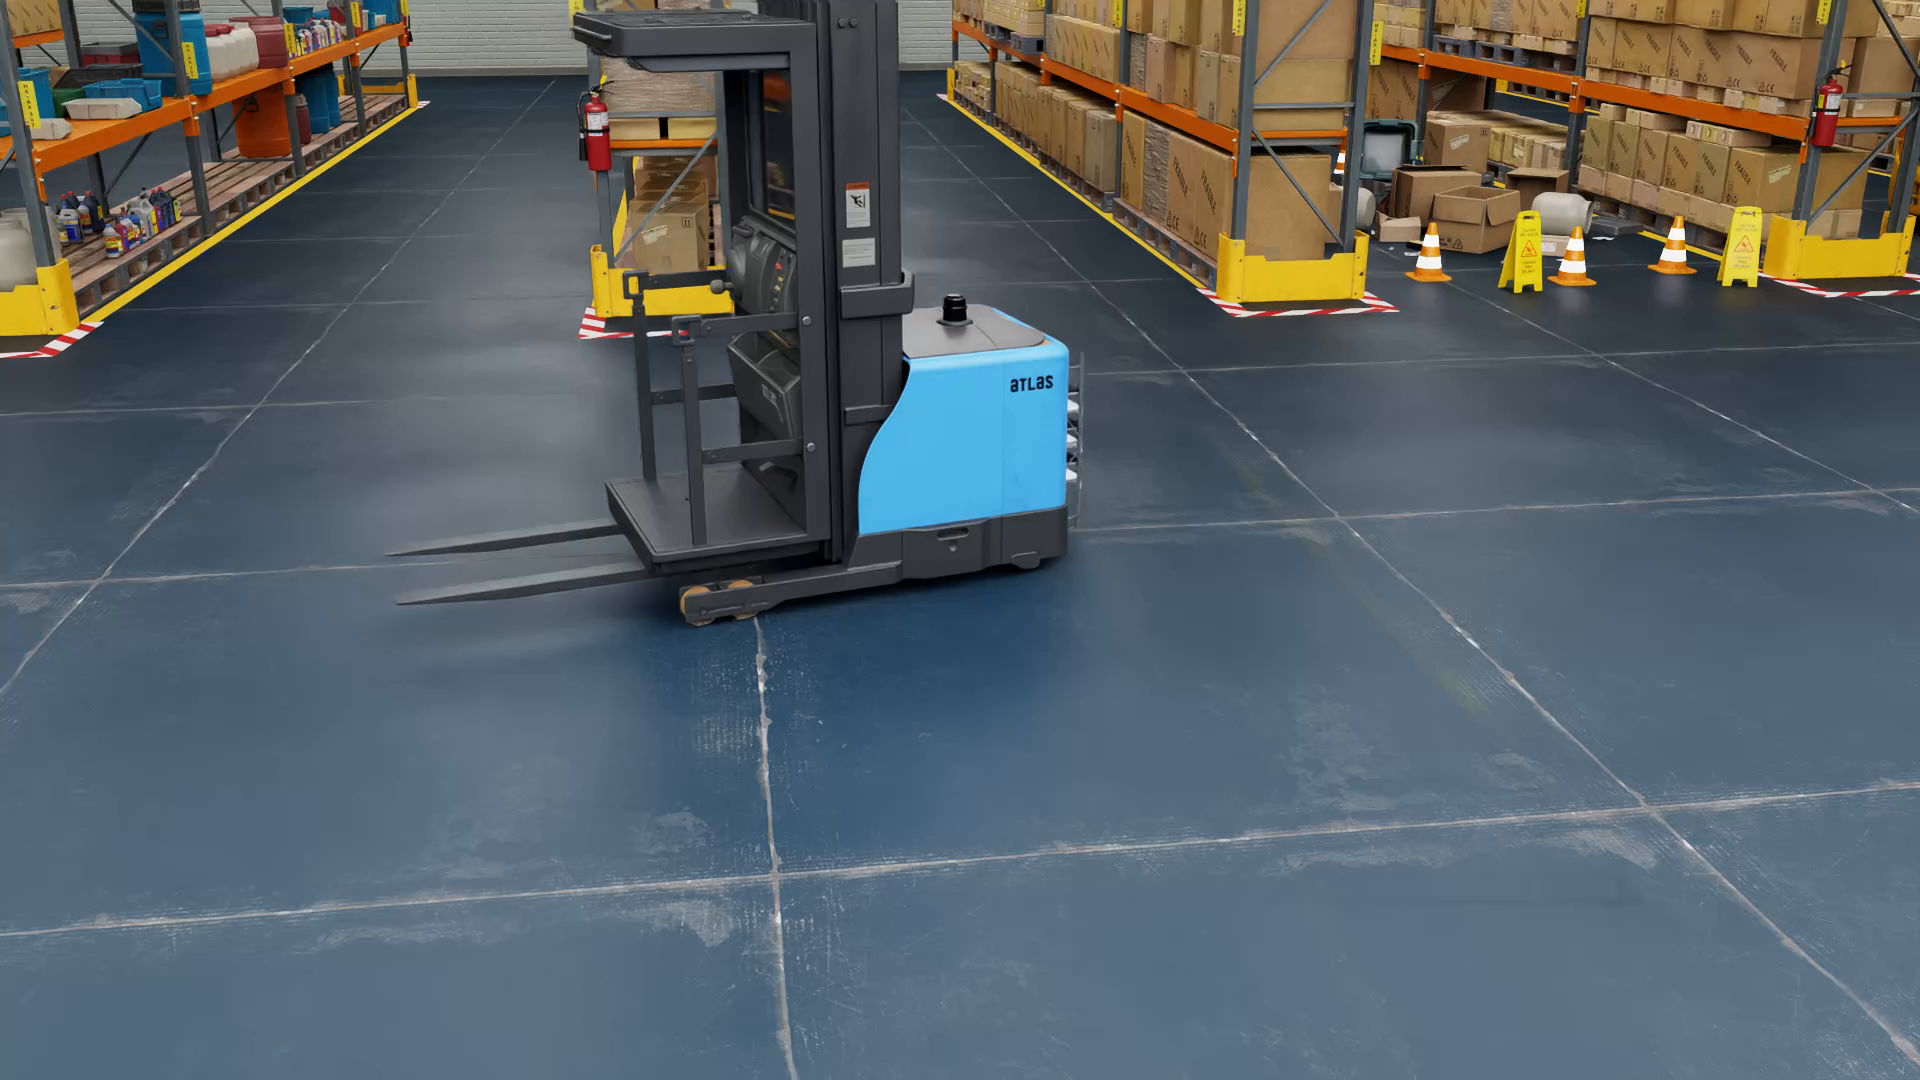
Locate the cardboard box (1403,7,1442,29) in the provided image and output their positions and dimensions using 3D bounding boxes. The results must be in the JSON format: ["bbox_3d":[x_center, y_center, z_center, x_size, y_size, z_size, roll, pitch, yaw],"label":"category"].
[{"bbox_3d":[6.087,-6.769,21.553,0.500,0.250,0.500,-3,21,-8],"label":"cardboard box"}]

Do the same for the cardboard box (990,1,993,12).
[{"bbox_3d":[0.626,-7.430,23.157,0.380,0.149,0.250,-2,21,-6],"label":"cardboard box"}]

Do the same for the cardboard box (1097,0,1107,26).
[{"bbox_3d":[1.875,-5.820,17.941,0.700,0.500,0.500,-3,21,-7],"label":"cardboard box"}]

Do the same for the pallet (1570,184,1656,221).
[{"bbox_3d":[7.117,-3.528,17.361,1.003,0.211,1.213,-3,21,-8],"label":"pallet"}]

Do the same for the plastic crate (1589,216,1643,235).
[{"bbox_3d":[6.400,-3.113,16.436,0.402,0.080,0.583,-11,23,-26],"label":"plastic crate"}]

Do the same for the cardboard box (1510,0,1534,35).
[{"bbox_3d":[6.550,-5.947,18.684,0.500,0.500,0.500,-2,21,-6],"label":"cardboard box"}]

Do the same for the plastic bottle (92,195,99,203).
[{"bbox_3d":[-7.932,-3.012,15.247,0.061,0.283,0.133,-3,21,-8],"label":"plastic bottle"}]

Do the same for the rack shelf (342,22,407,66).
[{"bbox_3d":[-9.164,-7.441,24.880,1.077,0.370,4.000,-3,21,-8],"label":"rack shelf"}]

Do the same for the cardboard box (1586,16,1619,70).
[{"bbox_3d":[6.772,-5.085,16.976,0.500,0.500,0.500,-3,21,-8],"label":"cardboard box"}]

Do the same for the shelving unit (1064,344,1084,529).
[{"bbox_3d":[0.451,-0.501,8.272,0.258,0.900,0.210,-9,22,-22],"label":"shelving unit"}]

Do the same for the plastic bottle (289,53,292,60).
[{"bbox_3d":[-8.046,-5.849,19.873,0.097,0.201,0.097,0,20,0],"label":"plastic bottle"}]

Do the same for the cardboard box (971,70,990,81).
[{"bbox_3d":[0.378,-7.248,25.960,0.380,0.149,0.250,-4,21,-10],"label":"cardboard box"}]

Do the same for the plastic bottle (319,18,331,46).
[{"bbox_3d":[-8.393,-6.697,21.929,0.144,0.351,0.185,-3,21,-8],"label":"plastic bottle"}]

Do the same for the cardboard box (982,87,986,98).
[{"bbox_3d":[0.537,-6.737,25.016,0.380,0.149,0.250,-4,21,-10],"label":"cardboard box"}]

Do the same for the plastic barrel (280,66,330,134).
[{"bbox_3d":[-8.713,-5.865,22.031,0.600,0.901,0.708,-3,21,-8],"label":"plastic barrel"}]

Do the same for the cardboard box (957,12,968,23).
[{"bbox_3d":[0.157,-8.507,27.065,0.380,0.149,0.250,-4,21,-9],"label":"cardboard box"}]

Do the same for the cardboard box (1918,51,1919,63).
[{"bbox_3d":[11.445,-5.755,19.553,0.500,0.250,0.500,-3,21,-7],"label":"cardboard box"}]

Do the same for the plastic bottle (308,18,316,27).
[{"bbox_3d":[-8.536,-6.689,21.910,0.144,0.351,0.185,-3,21,-8],"label":"plastic bottle"}]

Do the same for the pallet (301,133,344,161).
[{"bbox_3d":[-8.627,-5.087,21.534,1.003,0.211,1.213,-3,21,-8],"label":"pallet"}]

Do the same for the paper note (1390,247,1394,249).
[{"bbox_3d":[4.015,-2.714,15.469,0.032,0.001,0.123,8,22,20],"label":"paper note"}]

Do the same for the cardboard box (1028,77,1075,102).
[{"bbox_3d":[1.166,-5.766,21.268,0.500,0.250,0.500,-3,21,-9],"label":"cardboard box"}]

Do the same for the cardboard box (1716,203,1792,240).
[{"bbox_3d":[7.175,-2.864,14.926,0.500,0.250,0.500,-3,21,-8],"label":"cardboard box"}]

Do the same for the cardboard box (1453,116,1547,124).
[{"bbox_3d":[6.594,-4.965,20.377,0.950,0.372,0.625,-3,21,-9],"label":"cardboard box"}]

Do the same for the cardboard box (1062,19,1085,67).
[{"bbox_3d":[1.470,-5.693,19.028,0.500,0.500,0.500,-3,21,-8],"label":"cardboard box"}]

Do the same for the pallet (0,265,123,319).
[{"bbox_3d":[-7.316,-1.930,13.082,1.003,0.211,1.213,-3,21,-8],"label":"pallet"}]

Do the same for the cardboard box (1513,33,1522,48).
[{"bbox_3d":[6.505,-5.663,18.849,0.380,0.149,0.250,-3,21,-8],"label":"cardboard box"}]

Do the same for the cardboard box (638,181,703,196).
[{"bbox_3d":[-2.510,-2.846,14.522,0.500,0.500,0.500,-1,21,-3],"label":"cardboard box"}]

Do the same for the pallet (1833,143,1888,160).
[{"bbox_3d":[11.400,-5.109,21.592,1.003,0.211,1.213,-3,21,-8],"label":"pallet"}]

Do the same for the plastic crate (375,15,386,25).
[{"bbox_3d":[-9.156,-8.102,25.912,0.396,0.136,0.243,-3,21,-8],"label":"plastic crate"}]

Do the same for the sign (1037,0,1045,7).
[{"bbox_3d":[0.989,-6.640,20.166,0.100,0.325,0.005,-3,21,-8],"label":"sign"}]

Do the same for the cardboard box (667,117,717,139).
[{"bbox_3d":[-2.050,-3.174,12.785,0.380,0.149,0.250,-3,21,-8],"label":"cardboard box"}]

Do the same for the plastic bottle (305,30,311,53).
[{"bbox_3d":[-8.198,-6.248,20.841,0.097,0.271,0.097,0,20,0],"label":"plastic bottle"}]

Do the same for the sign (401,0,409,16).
[{"bbox_3d":[-8.911,-8.580,26.669,0.100,0.325,0.005,-3,21,-8],"label":"sign"}]

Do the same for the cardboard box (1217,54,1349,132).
[{"bbox_3d":[2.579,-3.592,13.332,0.875,0.550,0.550,-3,21,-8],"label":"cardboard box"}]

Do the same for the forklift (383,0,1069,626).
[{"bbox_3d":[-1.058,-1.211,7.269,3.031,2.935,1.130,-8,22,-21],"label":"forklift"}]

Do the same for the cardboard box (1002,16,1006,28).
[{"bbox_3d":[0.776,-6.931,22.244,0.380,0.149,0.250,-4,21,-10],"label":"cardboard box"}]

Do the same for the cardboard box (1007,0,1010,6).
[{"bbox_3d":[0.816,-7.118,21.895,0.380,0.149,0.250,-2,21,-5],"label":"cardboard box"}]

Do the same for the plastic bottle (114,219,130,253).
[{"bbox_3d":[-7.114,-2.587,14.109,0.061,0.283,0.133,-3,21,-7],"label":"plastic bottle"}]

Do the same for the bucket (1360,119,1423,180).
[{"bbox_3d":[4.402,-4.028,17.221,0.726,0.611,0.620,4,11,11],"label":"bucket"}]

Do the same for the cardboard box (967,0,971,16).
[{"bbox_3d":[0.403,-8.422,25.910,0.500,0.500,0.500,-3,21,-9],"label":"cardboard box"}]

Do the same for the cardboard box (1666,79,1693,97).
[{"bbox_3d":[6.952,-4.293,15.783,0.380,0.149,0.250,-3,21,-8],"label":"cardboard box"}]

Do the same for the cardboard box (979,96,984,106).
[{"bbox_3d":[0.497,-6.713,25.376,0.380,0.149,0.250,-4,21,-10],"label":"cardboard box"}]

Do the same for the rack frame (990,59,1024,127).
[{"bbox_3d":[0.948,-7.551,24.145,1.000,3.000,0.127,-3,21,-8],"label":"rack frame"}]

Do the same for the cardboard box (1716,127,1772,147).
[{"bbox_3d":[7.068,-3.632,14.985,0.380,0.149,0.250,-2,21,-6],"label":"cardboard box"}]

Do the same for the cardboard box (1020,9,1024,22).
[{"bbox_3d":[0.962,-6.624,20.999,0.380,0.149,0.250,-2,21,-6],"label":"cardboard box"}]

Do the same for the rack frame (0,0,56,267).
[{"bbox_3d":[-7.146,-2.931,11.776,1.000,3.000,0.127,-3,21,-8],"label":"rack frame"}]

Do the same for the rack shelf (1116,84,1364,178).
[{"bbox_3d":[2.389,-3.751,15.001,1.077,0.370,4.000,-3,21,-8],"label":"rack shelf"}]

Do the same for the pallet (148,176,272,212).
[{"bbox_3d":[-8.054,-3.703,17.828,1.003,0.211,1.213,-3,21,-8],"label":"pallet"}]

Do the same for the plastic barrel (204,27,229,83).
[{"bbox_3d":[-7.750,-4.976,17.057,0.433,0.535,0.433,0,20,0],"label":"plastic barrel"}]

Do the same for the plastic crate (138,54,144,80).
[{"bbox_3d":[-8.190,-4.674,16.467,0.392,0.384,0.575,-3,21,-8],"label":"plastic crate"}]

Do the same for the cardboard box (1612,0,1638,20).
[{"bbox_3d":[6.886,-5.379,16.333,0.700,0.500,0.500,-3,21,-7],"label":"cardboard box"}]

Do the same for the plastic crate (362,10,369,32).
[{"bbox_3d":[-8.914,-7.596,24.351,0.437,0.282,0.530,-3,21,-8],"label":"plastic crate"}]

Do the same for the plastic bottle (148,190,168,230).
[{"bbox_3d":[-7.317,-3.006,15.134,0.144,0.351,0.185,-4,21,-10],"label":"plastic bottle"}]

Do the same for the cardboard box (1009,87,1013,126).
[{"bbox_3d":[0.959,-5.943,22.814,0.500,0.500,0.500,-3,21,-7],"label":"cardboard box"}]

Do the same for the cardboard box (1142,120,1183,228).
[{"bbox_3d":[2.256,-3.449,15.600,0.875,0.875,0.875,-3,21,-7],"label":"cardboard box"}]

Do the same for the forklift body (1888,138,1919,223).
[{"bbox_3d":[10.394,-4.099,16.117,2.313,2.155,1.214,-3,21,-8],"label":"forklift body"}]
